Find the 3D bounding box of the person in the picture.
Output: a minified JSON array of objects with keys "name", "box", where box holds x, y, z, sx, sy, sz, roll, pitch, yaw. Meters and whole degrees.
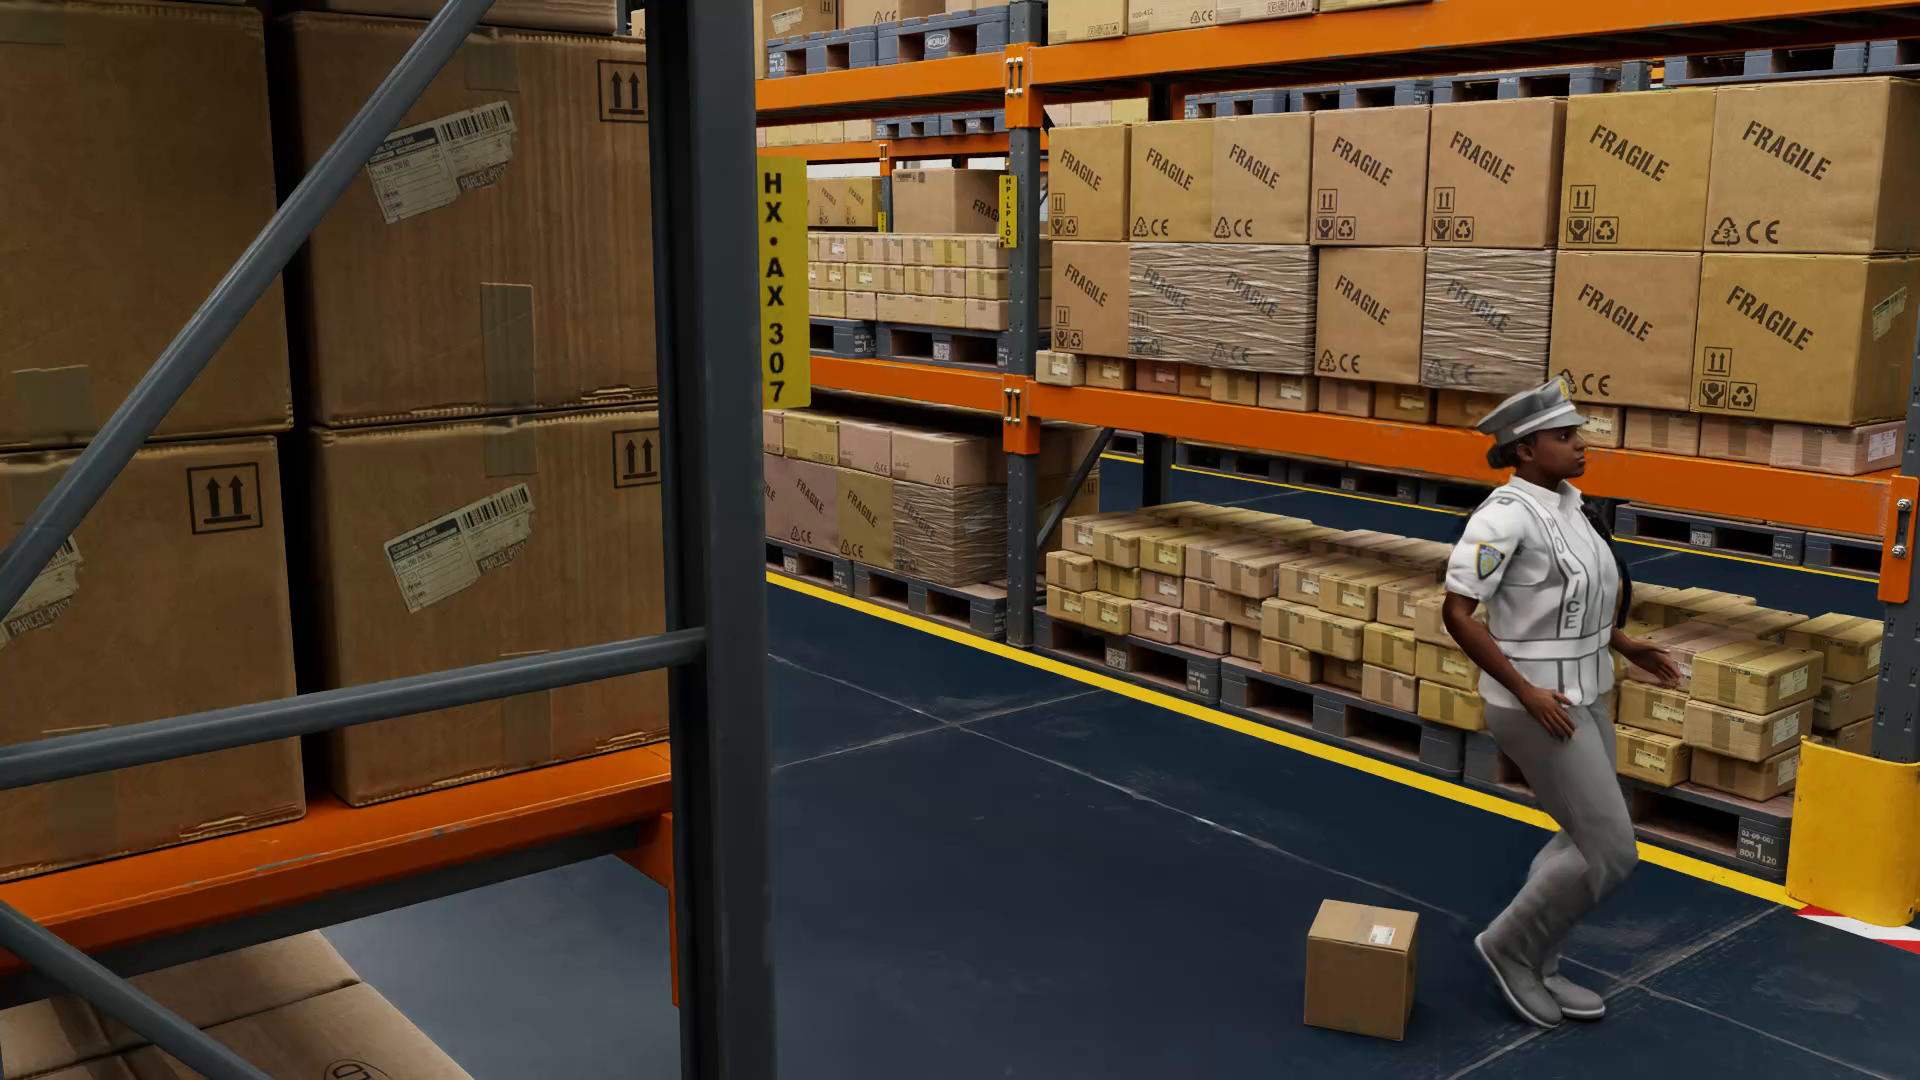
[{"name":"person","box":[1.544,0.421,4.268,0.508,1.680,0.591,9,14,38]}]
